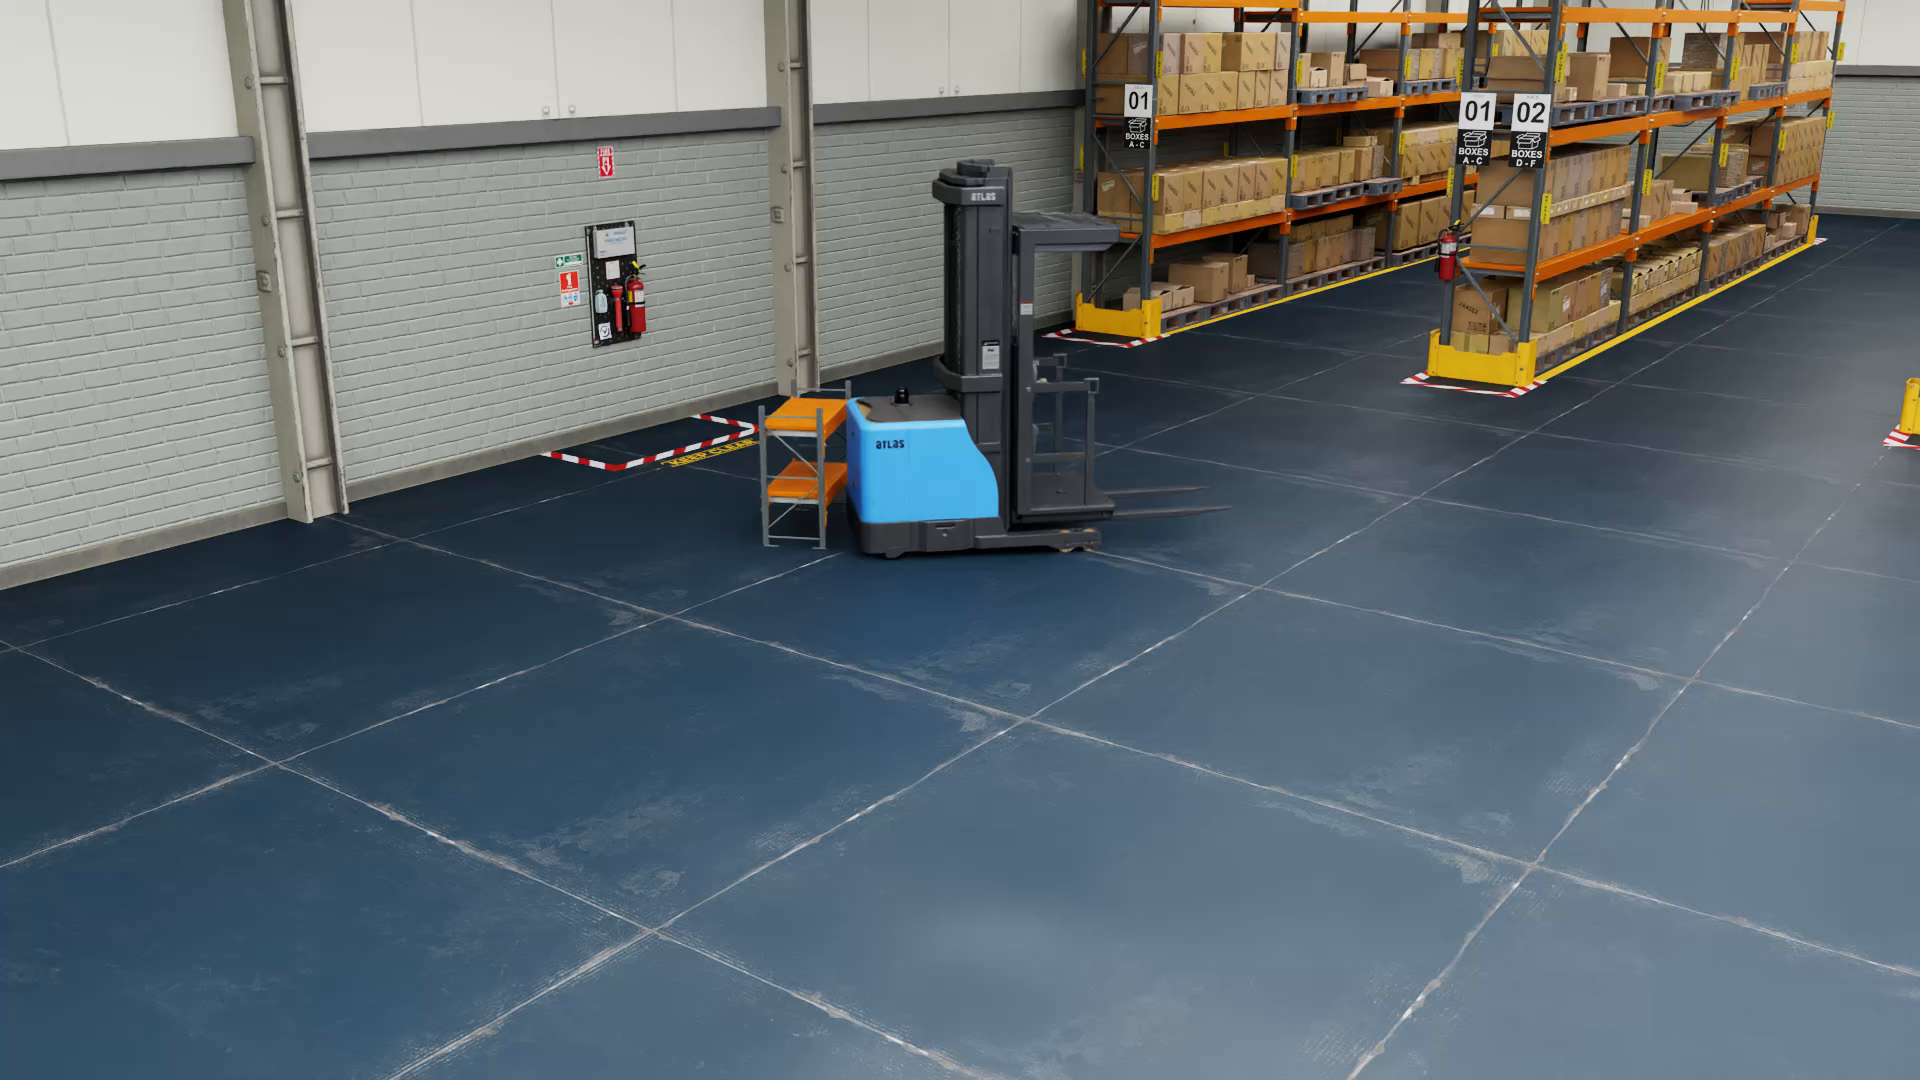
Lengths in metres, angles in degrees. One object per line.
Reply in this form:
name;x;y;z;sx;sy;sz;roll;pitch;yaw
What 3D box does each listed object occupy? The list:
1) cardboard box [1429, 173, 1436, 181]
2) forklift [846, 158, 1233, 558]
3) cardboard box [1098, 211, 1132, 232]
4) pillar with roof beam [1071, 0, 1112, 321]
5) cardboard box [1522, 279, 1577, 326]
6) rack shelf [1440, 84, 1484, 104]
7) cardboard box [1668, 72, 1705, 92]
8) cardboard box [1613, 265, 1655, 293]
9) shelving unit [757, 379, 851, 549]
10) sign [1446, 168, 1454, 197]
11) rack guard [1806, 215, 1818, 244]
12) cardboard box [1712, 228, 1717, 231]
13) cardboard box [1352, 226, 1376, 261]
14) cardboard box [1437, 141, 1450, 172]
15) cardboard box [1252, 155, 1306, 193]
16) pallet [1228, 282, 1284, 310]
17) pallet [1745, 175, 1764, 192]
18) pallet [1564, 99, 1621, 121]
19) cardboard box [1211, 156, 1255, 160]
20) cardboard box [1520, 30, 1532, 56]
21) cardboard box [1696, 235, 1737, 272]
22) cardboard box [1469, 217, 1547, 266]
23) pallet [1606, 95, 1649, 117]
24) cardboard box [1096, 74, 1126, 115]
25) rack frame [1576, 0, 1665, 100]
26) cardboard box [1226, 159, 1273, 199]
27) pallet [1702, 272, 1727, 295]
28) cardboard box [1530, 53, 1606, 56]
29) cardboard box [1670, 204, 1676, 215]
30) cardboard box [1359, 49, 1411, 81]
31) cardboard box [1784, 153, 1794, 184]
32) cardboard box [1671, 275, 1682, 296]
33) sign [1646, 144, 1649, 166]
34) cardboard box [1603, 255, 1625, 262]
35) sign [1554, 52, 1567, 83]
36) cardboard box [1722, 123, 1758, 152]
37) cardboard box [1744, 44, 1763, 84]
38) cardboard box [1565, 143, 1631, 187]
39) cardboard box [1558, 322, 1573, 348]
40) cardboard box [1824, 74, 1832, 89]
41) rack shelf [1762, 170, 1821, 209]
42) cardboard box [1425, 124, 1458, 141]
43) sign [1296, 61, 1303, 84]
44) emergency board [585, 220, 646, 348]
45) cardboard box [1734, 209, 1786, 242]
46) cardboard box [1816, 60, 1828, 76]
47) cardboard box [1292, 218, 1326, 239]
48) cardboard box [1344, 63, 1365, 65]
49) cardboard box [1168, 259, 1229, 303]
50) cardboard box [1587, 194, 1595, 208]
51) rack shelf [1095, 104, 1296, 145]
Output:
cardboard box;8.106;-6.382;29.127;0.380;0.149;0.250;13;21;35
forklift;0.643;-1.458;12.997;3.031;2.935;1.130;-3;18;-10
cardboard box;2.175;-4.266;22.142;0.500;0.250;0.500;13;21;35
pillar with roof beam;5.231;-6.606;19.344;9.100;9.000;0.400;12;21;35
cardboard box;7.114;-2.883;20.132;0.500;0.500;0.500;12;21;35
rack shelf;10.393;-8.606;32.053;1.077;0.370;4.000;12;21;35
cardboard box;10.276;-6.529;23.697;0.500;0.250;0.500;13;22;36
cardboard box;9.164;-3.589;22.724;0.500;0.311;0.500;12;21;34
shelving unit;-1.222;-0.629;13.372;0.538;1.125;1.048;3;17;8
sign;5.605;-4.073;18.951;0.100;0.325;0.005;12;21;35
rack guard;15.520;-5.907;31.422;1.175;0.500;0.348;12;21;35
cardboard box;12.086;-4.863;27.320;0.500;0.500;0.500;13;21;35
cardboard box;6.431;-4.923;27.513;0.700;0.500;0.500;13;21;35
cardboard box;8.233;-6.724;29.135;0.500;0.500;0.500;13;22;36
cardboard box;4.766;-5.508;25.013;0.700;0.500;0.500;12;21;35
pallet;4.063;-3.637;24.600;1.003;0.211;1.213;12;21;35
pallet;12.619;-5.903;27.519;1.003;0.211;1.213;12;21;35
pallet;7.201;-5.154;19.873;1.003;0.211;1.213;12;21;35
cardboard box;3.987;-5.356;24.388;0.500;0.500;0.500;12;21;33
cardboard box;10.443;-9.370;31.414;0.500;0.500;0.500;13;21;35
cardboard box;11.910;-4.532;26.252;0.500;0.500;0.500;12;21;34
cardboard box;6.321;-3.465;19.174;0.700;0.500;0.500;12;21;35
pallet;7.928;-5.443;20.805;1.003;0.211;1.213;12;21;35
cardboard box;2.097;-5.816;21.655;0.500;0.500;0.500;14;22;39
rack frame;8.416;-7.126;21.016;1.000;3.000;0.127;12;21;35
cardboard box;4.109;-5.144;23.705;0.500;0.500;0.500;12;21;34
pallet;11.274;-4.053;25.938;1.003;0.211;1.213;12;21;35
cardboard box;7.333;-5.640;20.171;0.797;0.503;0.637;15;23;41
cardboard box;10.084;-4.780;24.001;0.380;0.149;0.250;14;22;39
cardboard box;7.056;-7.902;27.662;0.700;0.500;0.500;11;20;30
cardboard box;14.007;-6.410;28.657;0.500;0.500;0.500;13;21;36
cardboard box;10.075;-3.690;23.996;0.500;0.250;0.500;13;21;36
sign;10.358;-5.822;25.115;0.100;0.325;0.005;12;21;35
cardboard box;9.333;-3.925;23.809;0.500;0.311;0.500;12;21;34
sign;6.474;-5.096;17.931;0.100;0.325;0.005;12;21;35
cardboard box;13.276;-6.857;28.414;0.500;0.500;0.500;13;21;35
cardboard box;12.443;-7.624;26.635;0.600;0.600;0.600;12;21;34
cardboard box;8.156;-4.821;21.355;0.700;0.500;0.500;13;21;35
cardboard box;7.124;-2.522;20.237;0.500;0.250;0.500;12;21;35
cardboard box;15.471;-8.311;30.143;0.500;0.250;0.500;12;21;35
rack shelf;14.374;-6.299;29.682;1.077;0.370;4.000;12;21;35
cardboard box;8.513;-7.200;29.403;0.500;0.250;0.500;13;21;36
sign;4.875;-6.720;23.897;0.100;0.325;0.005;12;21;35
emergency board;-3.304;-2.491;16.207;0.194;1.169;0.643;12;21;35
cardboard box;14.298;-5.632;29.791;0.797;0.503;0.637;12;21;35
cardboard box;15.167;-8.432;29.690;0.500;0.250;0.500;12;21;35
cardboard box;5.427;-4.918;26.231;0.500;0.250;0.500;12;21;33
cardboard box;6.205;-7.447;26.906;0.500;0.500;0.500;12;21;35
cardboard box;3.353;-3.649;23.410;0.700;0.500;0.500;11;20;31
cardboard box;7.512;-4.150;20.286;0.380;0.149;0.250;13;22;36
rack shelf;3.243;-5.748;22.850;1.077;0.370;4.000;12;21;35
